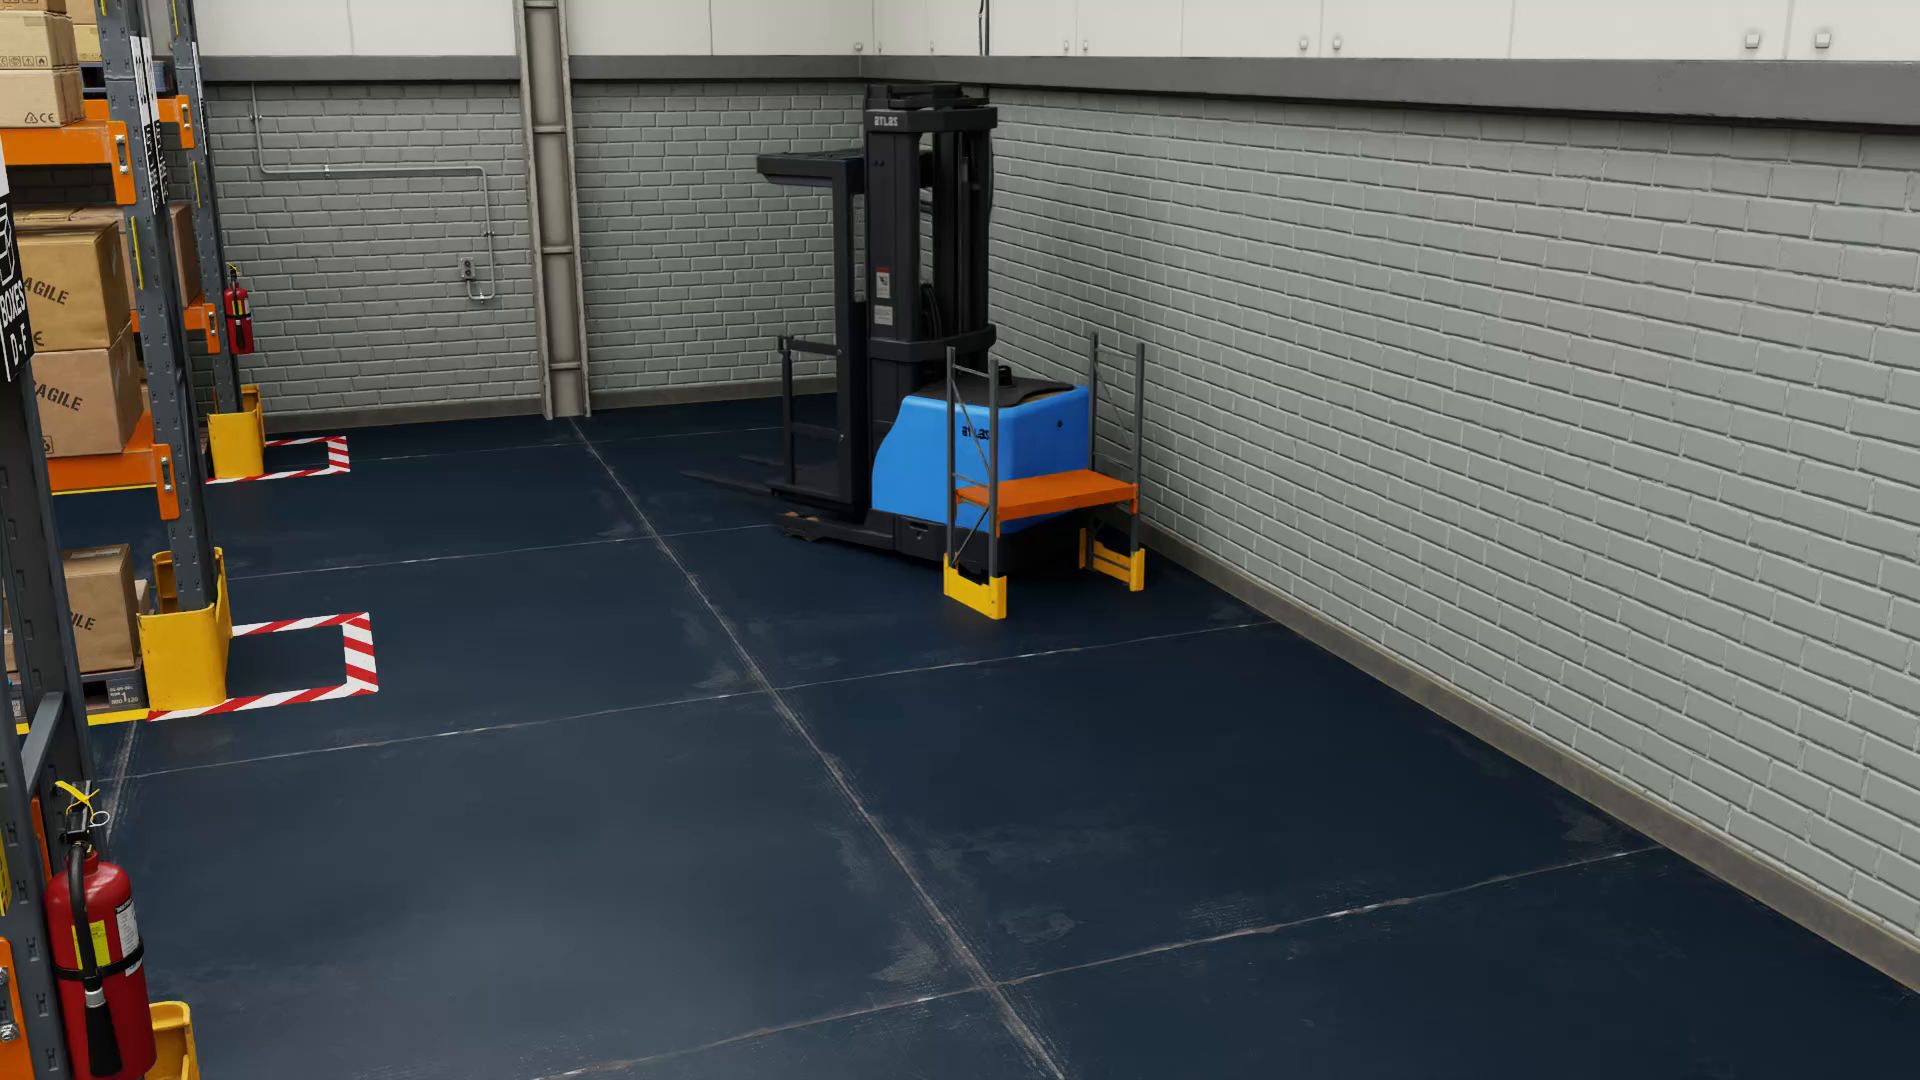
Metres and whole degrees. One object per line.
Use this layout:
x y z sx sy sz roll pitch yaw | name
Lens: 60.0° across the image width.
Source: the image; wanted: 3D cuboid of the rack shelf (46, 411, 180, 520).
-5.834 -0.215 7.784 4.000 0.370 1.077 -6 17 -20 | rack shelf

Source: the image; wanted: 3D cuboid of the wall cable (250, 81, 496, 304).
-4.885 -2.930 13.950 1.851 1.984 0.084 -6 17 -20 | wall cable

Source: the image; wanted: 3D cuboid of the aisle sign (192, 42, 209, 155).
-5.568 -3.241 12.196 0.004 0.787 0.394 -6 17 -20 | aisle sign

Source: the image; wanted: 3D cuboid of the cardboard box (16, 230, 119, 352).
-4.284 -1.172 7.815 0.500 0.500 0.500 -6 18 -21 | cardboard box

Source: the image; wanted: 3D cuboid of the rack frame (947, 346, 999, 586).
0.069 -0.332 9.568 0.032 1.500 0.500 -10 19 -30 | rack frame

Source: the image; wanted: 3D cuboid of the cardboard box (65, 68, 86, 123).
-4.537 -2.144 8.019 0.500 0.250 0.500 -6 17 -20 | cardboard box

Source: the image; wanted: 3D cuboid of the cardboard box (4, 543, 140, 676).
-4.386 0.346 8.252 0.500 0.500 0.500 -6 17 -20 | cardboard box

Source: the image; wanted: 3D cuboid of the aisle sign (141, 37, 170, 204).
-4.008 -2.093 8.289 0.004 0.787 0.394 -6 17 -20 | aisle sign

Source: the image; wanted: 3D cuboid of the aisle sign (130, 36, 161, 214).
-3.793 -1.936 7.752 0.004 0.787 0.394 -6 17 -20 | aisle sign

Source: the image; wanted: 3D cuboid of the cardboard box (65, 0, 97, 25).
-6.328 -3.896 11.730 0.500 0.500 0.500 -6 17 -20 | cardboard box

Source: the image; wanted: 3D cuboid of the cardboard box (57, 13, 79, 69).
-4.539 -2.386 7.954 0.500 0.250 0.500 -6 17 -20 | cardboard box

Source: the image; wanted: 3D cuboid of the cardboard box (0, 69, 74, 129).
-4.352 -2.008 7.555 0.500 0.250 0.500 -6 17 -20 | cardboard box

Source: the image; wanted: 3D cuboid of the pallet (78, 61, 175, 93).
-6.431 -3.384 12.132 1.213 0.211 1.003 -6 17 -20 | pallet

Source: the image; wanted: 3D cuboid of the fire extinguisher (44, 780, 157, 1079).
-1.894 0.862 3.638 0.183 0.674 0.296 -6 17 -20 | fire extinguisher

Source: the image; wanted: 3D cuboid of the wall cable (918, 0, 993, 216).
-0.333 -3.930 14.020 0.112 2.526 3.097 -6 17 -20 | wall cable

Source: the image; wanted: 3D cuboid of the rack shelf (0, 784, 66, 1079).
-4.065 1.089 3.345 4.000 0.370 1.077 -6 17 -20 | rack shelf

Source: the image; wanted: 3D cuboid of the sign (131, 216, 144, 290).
-3.786 -1.321 7.657 0.005 0.325 0.100 -6 17 -20 | sign

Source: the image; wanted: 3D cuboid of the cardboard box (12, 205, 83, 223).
-6.890 -2.078 12.320 0.700 0.700 0.980 -6 18 -21 | cardboard box

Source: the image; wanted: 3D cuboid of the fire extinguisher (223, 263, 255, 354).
-5.436 -1.743 12.508 0.183 0.674 0.296 -6 17 -20 | fire extinguisher

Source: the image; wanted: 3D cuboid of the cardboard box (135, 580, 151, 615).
-4.480 0.347 8.873 0.250 0.149 0.380 -6 17 -20 | cardboard box

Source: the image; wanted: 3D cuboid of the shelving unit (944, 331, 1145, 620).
0.509 -0.409 9.829 1.083 1.500 0.587 -10 19 -30 | shelving unit

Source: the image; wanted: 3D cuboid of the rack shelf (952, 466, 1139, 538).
0.501 -0.235 9.875 1.000 0.185 0.538 -10 19 -30 | rack shelf

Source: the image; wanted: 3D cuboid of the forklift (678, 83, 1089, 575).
-0.624 -1.501 11.009 3.031 2.935 1.130 12 20 35 | forklift

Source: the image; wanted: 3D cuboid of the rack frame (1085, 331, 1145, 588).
0.933 -0.483 10.082 0.032 1.500 0.500 -10 19 -30 | rack frame

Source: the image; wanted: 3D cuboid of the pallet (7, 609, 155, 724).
-4.781 0.664 8.461 1.213 0.211 1.003 -6 17 -20 | pallet

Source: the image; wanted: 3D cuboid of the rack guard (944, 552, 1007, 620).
0.086 0.265 9.754 0.087 0.250 0.587 -10 19 -30 | rack guard

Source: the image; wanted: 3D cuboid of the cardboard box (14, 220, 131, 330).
-4.475 -1.314 8.298 0.500 0.500 0.500 -6 17 -18 | cardboard box

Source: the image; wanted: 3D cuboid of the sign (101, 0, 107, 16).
-3.786 -2.478 7.318 0.005 0.325 0.100 -6 17 -20 | sign

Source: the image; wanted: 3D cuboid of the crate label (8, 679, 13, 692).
-2.546 0.532 4.155 0.303 0.233 0.416 -6 17 -20 | crate label

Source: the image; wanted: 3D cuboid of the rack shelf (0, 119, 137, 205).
-5.834 -1.654 7.361 4.000 0.370 1.077 -6 17 -20 | rack shelf

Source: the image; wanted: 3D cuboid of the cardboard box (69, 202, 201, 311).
-6.215 -2.155 12.580 0.700 0.700 0.980 -5 17 -18 | cardboard box

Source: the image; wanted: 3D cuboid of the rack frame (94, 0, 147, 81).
-3.966 -3.640 7.524 0.127 3.000 1.000 -6 17 -20 | rack frame

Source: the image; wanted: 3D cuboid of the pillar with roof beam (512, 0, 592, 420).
-1.990 -4.310 9.806 0.400 9.000 9.100 -6 17 -20 | pillar with roof beam

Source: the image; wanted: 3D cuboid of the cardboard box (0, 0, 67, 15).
-4.440 -2.673 7.601 0.500 0.500 0.700 -6 17 -20 | cardboard box

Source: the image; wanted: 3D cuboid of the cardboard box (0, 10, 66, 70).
-4.355 -2.250 7.492 0.500 0.250 0.500 -6 17 -20 | cardboard box

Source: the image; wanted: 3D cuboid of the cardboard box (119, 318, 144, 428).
-4.475 -0.835 8.439 0.500 0.500 0.500 -6 17 -19 | cardboard box

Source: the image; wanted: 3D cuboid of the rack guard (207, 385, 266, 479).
-5.720 -0.868 13.167 0.348 0.500 1.175 -6 17 -20 | rack guard

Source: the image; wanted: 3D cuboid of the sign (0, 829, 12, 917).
-1.985 0.607 3.420 0.005 0.325 0.100 -6 17 -20 | sign

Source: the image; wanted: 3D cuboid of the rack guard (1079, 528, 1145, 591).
0.932 0.117 10.257 0.087 0.250 0.587 -10 19 -30 | rack guard

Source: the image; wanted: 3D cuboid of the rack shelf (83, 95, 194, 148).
-7.610 -2.957 11.798 4.000 0.370 1.077 -6 17 -20 | rack shelf

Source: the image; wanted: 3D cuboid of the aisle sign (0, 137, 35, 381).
-2.237 -0.791 3.854 0.004 0.787 0.394 -6 17 -20 | aisle sign

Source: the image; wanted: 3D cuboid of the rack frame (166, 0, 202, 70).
-5.742 -4.943 11.961 0.127 3.000 1.000 -6 17 -20 | rack frame

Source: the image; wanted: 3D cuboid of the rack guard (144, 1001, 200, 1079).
-2.180 1.735 4.302 0.348 0.500 1.175 -6 17 -20 | rack guard

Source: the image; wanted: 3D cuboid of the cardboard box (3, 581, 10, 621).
-5.043 0.377 8.590 0.500 0.250 0.500 -6 17 -20 | cardboard box

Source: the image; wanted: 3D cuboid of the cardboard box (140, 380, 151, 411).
-6.360 -0.970 12.769 0.500 0.500 0.700 -6 17 -20 | cardboard box

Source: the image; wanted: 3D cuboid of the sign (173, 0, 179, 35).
-5.561 -3.747 11.779 0.005 0.325 0.100 -6 17 -20 | sign

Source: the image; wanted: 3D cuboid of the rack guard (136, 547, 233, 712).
-4.037 0.445 8.695 0.348 0.500 1.175 -6 17 -20 | rack guard

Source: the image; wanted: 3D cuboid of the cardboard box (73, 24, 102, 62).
-6.331 -3.538 11.842 0.500 0.250 0.500 -6 17 -18 | cardboard box

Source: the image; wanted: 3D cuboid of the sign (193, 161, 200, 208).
-5.561 -2.590 12.119 0.005 0.325 0.100 -6 17 -20 | sign

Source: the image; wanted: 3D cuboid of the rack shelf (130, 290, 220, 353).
-7.610 -1.518 12.221 4.000 0.370 1.077 -6 17 -20 | rack shelf

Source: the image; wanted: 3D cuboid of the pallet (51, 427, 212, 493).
-6.461 -0.626 12.854 1.213 0.211 1.003 -6 17 -20 | pallet

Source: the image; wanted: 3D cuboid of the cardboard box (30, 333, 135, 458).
-4.287 -0.693 7.957 0.500 0.500 0.500 -6 17 -18 | cardboard box

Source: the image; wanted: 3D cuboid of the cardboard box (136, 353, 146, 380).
-6.315 -1.347 12.900 0.250 0.149 0.380 -6 17 -20 | cardboard box

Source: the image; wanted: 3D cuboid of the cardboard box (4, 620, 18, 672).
-4.796 0.523 8.241 0.250 0.166 0.380 -6 17 -20 | cardboard box

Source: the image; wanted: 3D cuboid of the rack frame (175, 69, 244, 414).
-5.742 -2.065 12.806 0.127 3.000 1.000 -6 17 -20 | rack frame

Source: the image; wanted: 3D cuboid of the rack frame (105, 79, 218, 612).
-3.966 -0.762 8.369 0.127 3.000 1.000 -6 17 -20 | rack frame
